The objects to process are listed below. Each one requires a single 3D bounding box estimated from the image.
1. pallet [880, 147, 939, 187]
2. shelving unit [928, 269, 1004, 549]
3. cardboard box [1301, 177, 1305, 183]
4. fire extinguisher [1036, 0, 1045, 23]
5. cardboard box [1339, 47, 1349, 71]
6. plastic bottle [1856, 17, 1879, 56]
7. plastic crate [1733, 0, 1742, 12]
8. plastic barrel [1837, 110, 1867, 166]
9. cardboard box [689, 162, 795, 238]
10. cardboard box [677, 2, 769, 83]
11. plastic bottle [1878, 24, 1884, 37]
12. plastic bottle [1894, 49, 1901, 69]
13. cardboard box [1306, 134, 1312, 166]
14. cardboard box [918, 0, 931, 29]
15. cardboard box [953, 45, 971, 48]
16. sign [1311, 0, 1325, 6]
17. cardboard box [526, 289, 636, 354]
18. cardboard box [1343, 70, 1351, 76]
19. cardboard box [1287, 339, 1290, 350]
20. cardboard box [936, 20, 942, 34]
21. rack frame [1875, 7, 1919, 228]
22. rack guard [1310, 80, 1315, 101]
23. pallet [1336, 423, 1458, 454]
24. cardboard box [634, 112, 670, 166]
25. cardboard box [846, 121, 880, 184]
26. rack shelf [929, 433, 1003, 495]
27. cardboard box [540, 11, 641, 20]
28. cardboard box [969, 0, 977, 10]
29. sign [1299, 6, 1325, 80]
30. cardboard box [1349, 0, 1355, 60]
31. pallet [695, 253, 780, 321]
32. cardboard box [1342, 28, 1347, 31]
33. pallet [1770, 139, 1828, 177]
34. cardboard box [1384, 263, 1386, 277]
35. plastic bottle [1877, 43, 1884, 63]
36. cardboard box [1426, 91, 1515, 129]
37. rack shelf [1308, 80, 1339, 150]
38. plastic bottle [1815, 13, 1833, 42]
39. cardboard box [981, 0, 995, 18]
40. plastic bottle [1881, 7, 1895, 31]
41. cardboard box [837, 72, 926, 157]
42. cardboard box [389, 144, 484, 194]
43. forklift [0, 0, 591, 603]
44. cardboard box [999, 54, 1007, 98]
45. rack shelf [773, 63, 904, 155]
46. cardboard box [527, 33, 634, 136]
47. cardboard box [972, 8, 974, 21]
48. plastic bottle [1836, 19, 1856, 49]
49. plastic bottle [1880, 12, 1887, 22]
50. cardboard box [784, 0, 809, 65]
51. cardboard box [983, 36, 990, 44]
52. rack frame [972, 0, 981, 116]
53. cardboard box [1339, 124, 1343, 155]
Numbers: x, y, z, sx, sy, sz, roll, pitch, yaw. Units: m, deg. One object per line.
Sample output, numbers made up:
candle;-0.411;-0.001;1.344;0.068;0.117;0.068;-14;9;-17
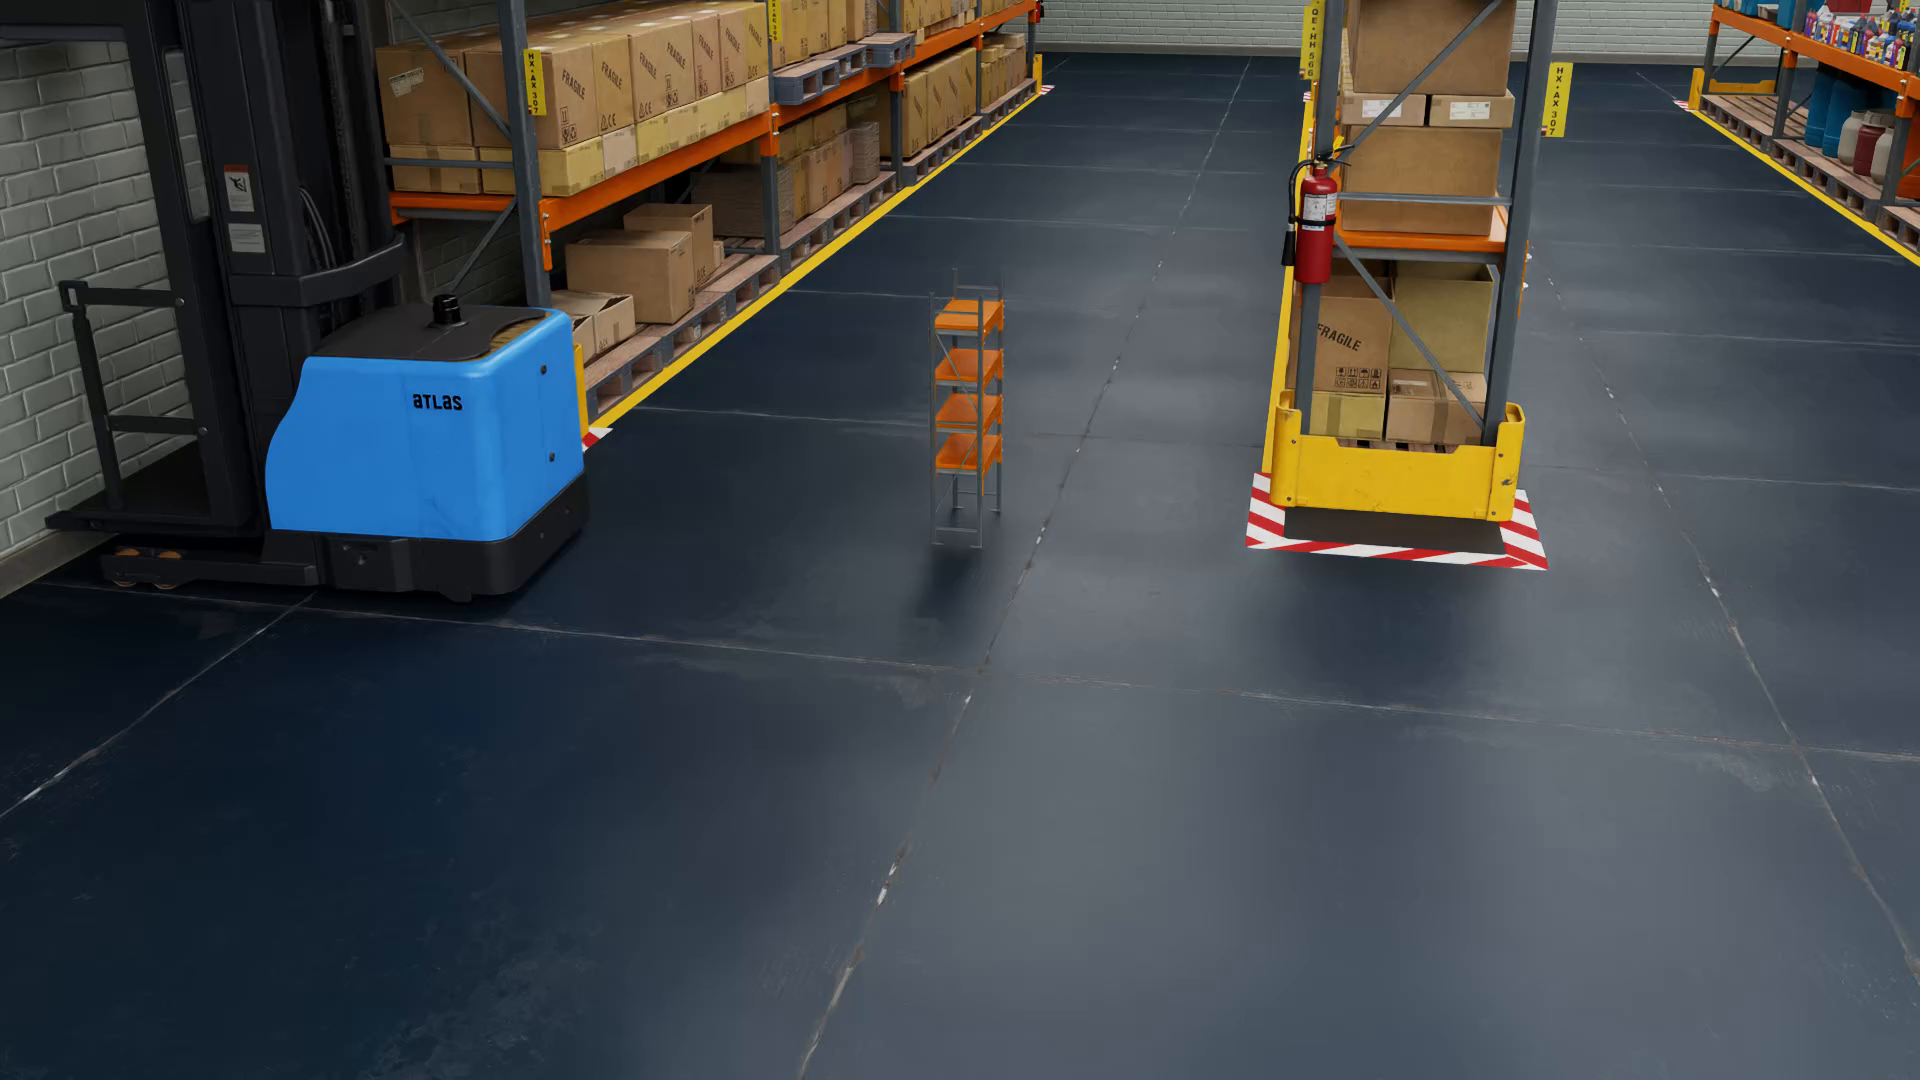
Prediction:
pallet;-0.832;-3.884;17.215;1.003;0.211;1.213;4;22;11
shelving unit;0.034;-0.617;7.780;0.258;1.200;0.503;4;22;11
cardboard box;2.566;-2.177;11.359;0.500;0.500;0.500;4;22;11
fire extinguisher;1.049;-7.632;23.391;0.296;0.674;0.183;4;22;11
cardboard box;2.464;-2.848;9.908;0.380;0.149;0.250;4;22;9
plastic bottle;8.604;-4.770;15.749;0.144;0.351;0.185;4;22;11
plastic crate;9.607;-6.547;20.366;0.250;0.136;0.298;4;22;11
plastic barrel;8.974;-3.987;16.506;0.421;0.512;0.421;0;22;0
cardboard box;-1.749;-2.747;13.416;0.700;0.500;0.500;5;23;13
cardboard box;-1.676;-3.523;11.756;0.500;0.500;0.500;4;22;11
plastic bottle;8.709;-4.741;15.765;0.061;0.283;0.133;4;22;11
plastic bottle;8.339;-4.269;14.704;0.097;0.201;0.097;0;22;0
cardboard box;3.389;-3.529;14.968;0.500;0.311;0.500;5;23;13
cardboard box;-0.601;-5.437;16.781;0.500;0.500;0.500;5;23;13
cardboard box;-0.063;-6.211;21.176;0.380;0.149;0.250;4;22;9
sign;2.434;-3.594;11.318;0.100;0.325;0.005;4;22;11
cardboard box;-2.353;-1.381;10.277;0.500;0.311;0.500;6;23;15
cardboard box;2.200;-2.376;8.735;0.380;0.149;0.250;5;22;12
cardboard box;2.162;-1.098;9.682;0.500;0.250;0.500;4;22;11
cardboard box;-0.410;-5.548;17.923;0.380;0.149;0.250;5;23;13
rack frame;8.632;-4.140;14.117;1.000;3.000;0.127;4;22;11
rack guard;5.401;-6.257;22.721;1.175;0.500;0.348;4;22;11
pallet;2.266;-0.582;9.017;1.003;0.211;1.213;4;22;11
cardboard box;-2.087;-2.440;10.071;0.500;0.250;0.500;4;22;10
cardboard box;-1.162;-3.672;15.713;0.700;0.500;0.500;5;22;12
rack shelf;0.034;-0.371;7.879;0.258;0.148;0.480;4;22;11
cardboard box;-2.399;-3.193;10.936;0.500;0.500;0.500;5;22;12
cardboard box;-0.098;-6.363;19.080;0.500;0.500;0.500;4;22;10
sign;1.623;-2.286;7.648;0.100;0.325;0.005;4;22;11
cardboard box;2.474;-2.807;8.938;0.700;0.500;0.500;5;22;11
pallet;-1.985;-1.890;12.264;1.003;0.211;1.213;4;22;11
cardboard box;2.723;-3.319;11.078;0.380;0.149;0.250;4;22;11
pallet;9.250;-4.030;17.578;1.003;0.211;1.213;4;22;11
cardboard box;2.787;-1.588;9.895;0.500;0.500;0.500;4;22;11
plastic bottle;8.445;-4.460;15.178;0.097;0.201;0.097;0;22;0
cardboard box;2.442;-2.067;7.969;0.380;0.149;0.250;4;22;11
rack shelf;3.376;-3.453;13.376;1.077;0.370;4.000;4;22;11
plastic bottle;8.906;-5.271;17.092;0.152;0.276;0.135;4;22;11
cardboard box;-0.124;-6.694;20.058;0.980;0.700;0.700;5;22;12
plastic bottle;9.440;-5.230;16.889;0.144;0.351;0.185;4;22;11
cardboard box;-0.788;-4.351;16.958;0.750;0.750;0.750;4;22;10
cardboard box;-2.793;-2.095;9.213;0.500;0.250;0.500;5;22;12
forklift;-3.324;-1.332;7.238;3.031;2.935;1.130;3;22;8
cardboard box;0.215;-6.030;21.594;0.700;0.500;0.500;5;22;12
rack shelf;-1.475;-3.830;14.311;1.077;0.370;4.000;4;22;11
cardboard box;-2.197;-2.588;9.435;0.500;0.500;0.500;5;22;11
cardboard box;-0.042;-6.105;19.307;0.380;0.149;0.250;5;22;11
plastic bottle;8.745;-4.981;16.373;0.152;0.276;0.135;4;22;11
plastic bottle;9.684;-5.376;17.354;0.152;0.276;0.135;4;22;11
cardboard box;-1.624;-4.070;13.221;0.700;0.500;0.500;7;23;16
cardboard box;0.197;-6.677;22.334;0.380;0.149;0.250;5;22;11
rack frame;-0.250;-6.358;19.625;1.000;3.000;0.127;4;22;11
cardboard box;2.676;-2.563;10.068;0.700;0.500;0.500;5;22;12
